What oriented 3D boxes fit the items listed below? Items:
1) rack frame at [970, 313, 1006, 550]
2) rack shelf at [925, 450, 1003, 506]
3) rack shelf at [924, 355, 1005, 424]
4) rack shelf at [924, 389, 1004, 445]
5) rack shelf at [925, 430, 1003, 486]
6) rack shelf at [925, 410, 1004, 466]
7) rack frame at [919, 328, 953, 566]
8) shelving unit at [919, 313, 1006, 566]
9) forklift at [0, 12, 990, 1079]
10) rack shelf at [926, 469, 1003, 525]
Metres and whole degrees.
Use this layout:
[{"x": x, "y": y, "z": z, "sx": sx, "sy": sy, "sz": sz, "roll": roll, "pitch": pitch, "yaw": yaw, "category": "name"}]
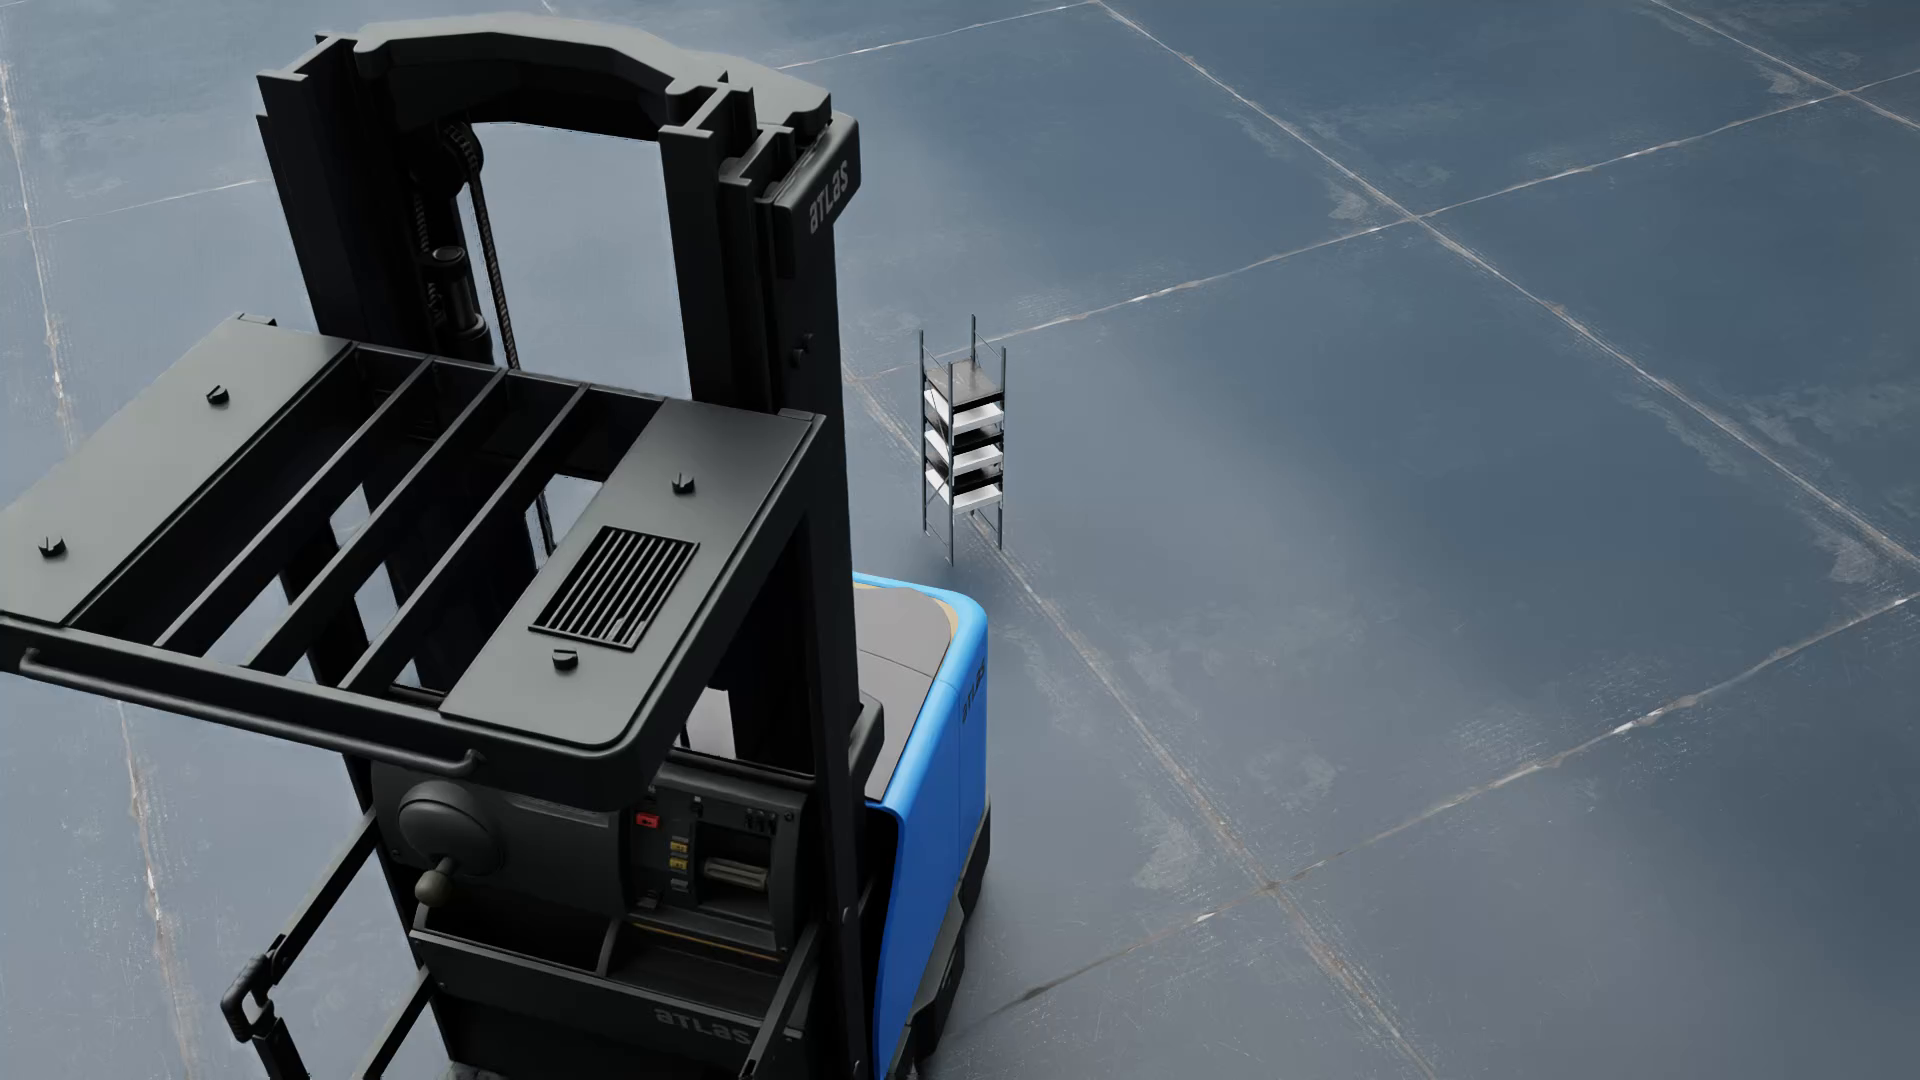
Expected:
[{"x": 0.097, "y": -0.376, "z": 5.998, "sx": 0.006, "sy": 0.900, "sz": 0.240, "roll": -19, "pitch": 44, "yaw": -21, "category": "rack frame"}, {"x": 0.007, "y": -0.252, "z": 6.042, "sx": 0.200, "sy": 0.077, "sz": 0.258, "roll": -19, "pitch": 44, "yaw": -21, "category": "rack shelf"}, {"x": 0.007, "y": -0.527, "z": 5.809, "sx": 0.200, "sy": 0.077, "sz": 0.258, "roll": -19, "pitch": 44, "yaw": -21, "category": "rack shelf"}, {"x": 0.007, "y": -0.458, "z": 5.867, "sx": 0.200, "sy": 0.077, "sz": 0.258, "roll": -19, "pitch": 44, "yaw": -21, "category": "rack shelf"}, {"x": 0.007, "y": -0.320, "z": 5.984, "sx": 0.200, "sy": 0.077, "sz": 0.258, "roll": -19, "pitch": 44, "yaw": -21, "category": "rack shelf"}, {"x": 0.007, "y": -0.389, "z": 5.925, "sx": 0.200, "sy": 0.077, "sz": 0.258, "roll": -19, "pitch": 44, "yaw": -21, "category": "rack shelf"}, {"x": -0.083, "y": -0.316, "z": 5.926, "sx": 0.006, "sy": 0.900, "sz": 0.240, "roll": -19, "pitch": 44, "yaw": -21, "category": "rack frame"}, {"x": 0.007, "y": -0.346, "z": 5.962, "sx": 0.210, "sy": 0.900, "sz": 0.258, "roll": -19, "pitch": 44, "yaw": -21, "category": "shelving unit"}, {"x": -0.816, "y": 0.677, "z": 3.181, "sx": 1.130, "sy": 2.935, "sz": 3.031, "roll": 11, "pitch": 41, "yaw": 12, "category": "forklift"}, {"x": 0.007, "y": -0.183, "z": 6.100, "sx": 0.200, "sy": 0.077, "sz": 0.258, "roll": -19, "pitch": 44, "yaw": -21, "category": "rack shelf"}]
